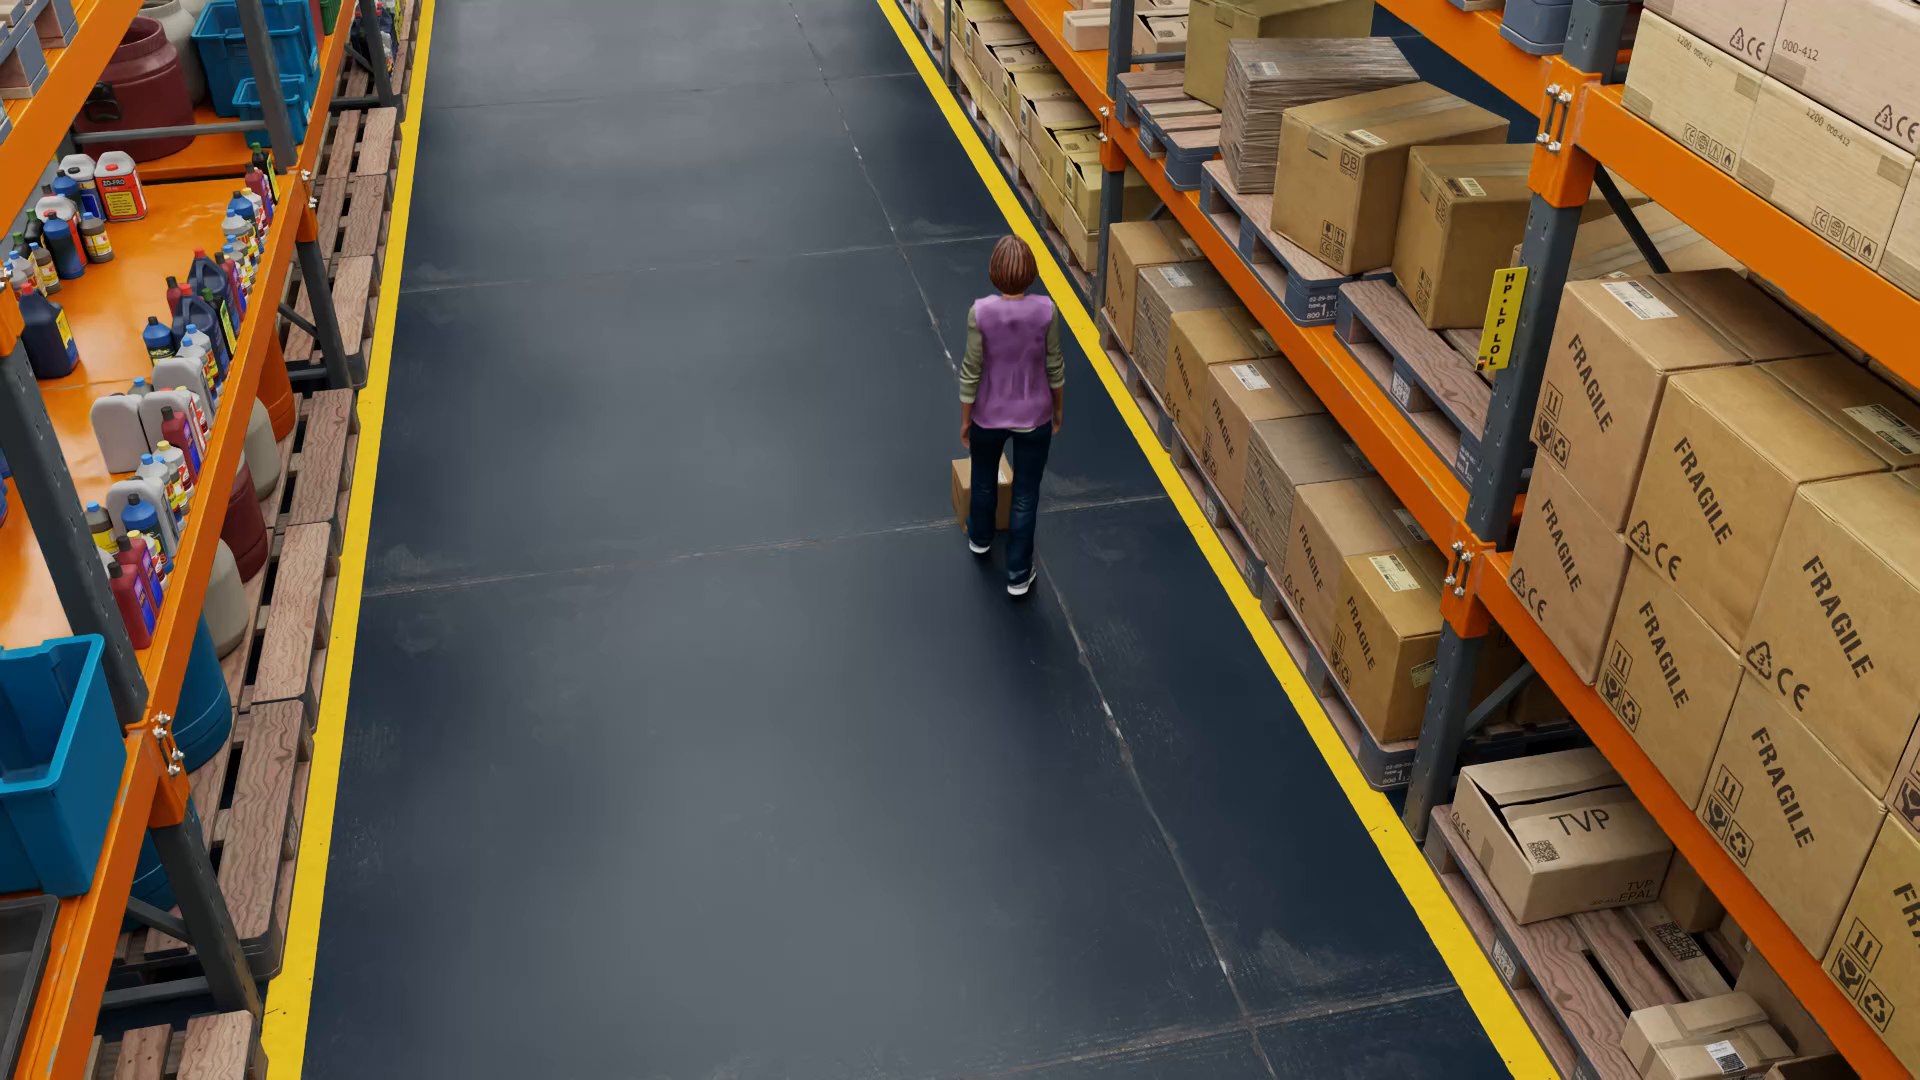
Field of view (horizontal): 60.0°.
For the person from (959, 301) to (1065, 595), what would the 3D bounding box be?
[{"bbox_3d":[0.215,-0.473,7.031,0.432,1.345,0.535,1,35,1],"label":"person"}]
